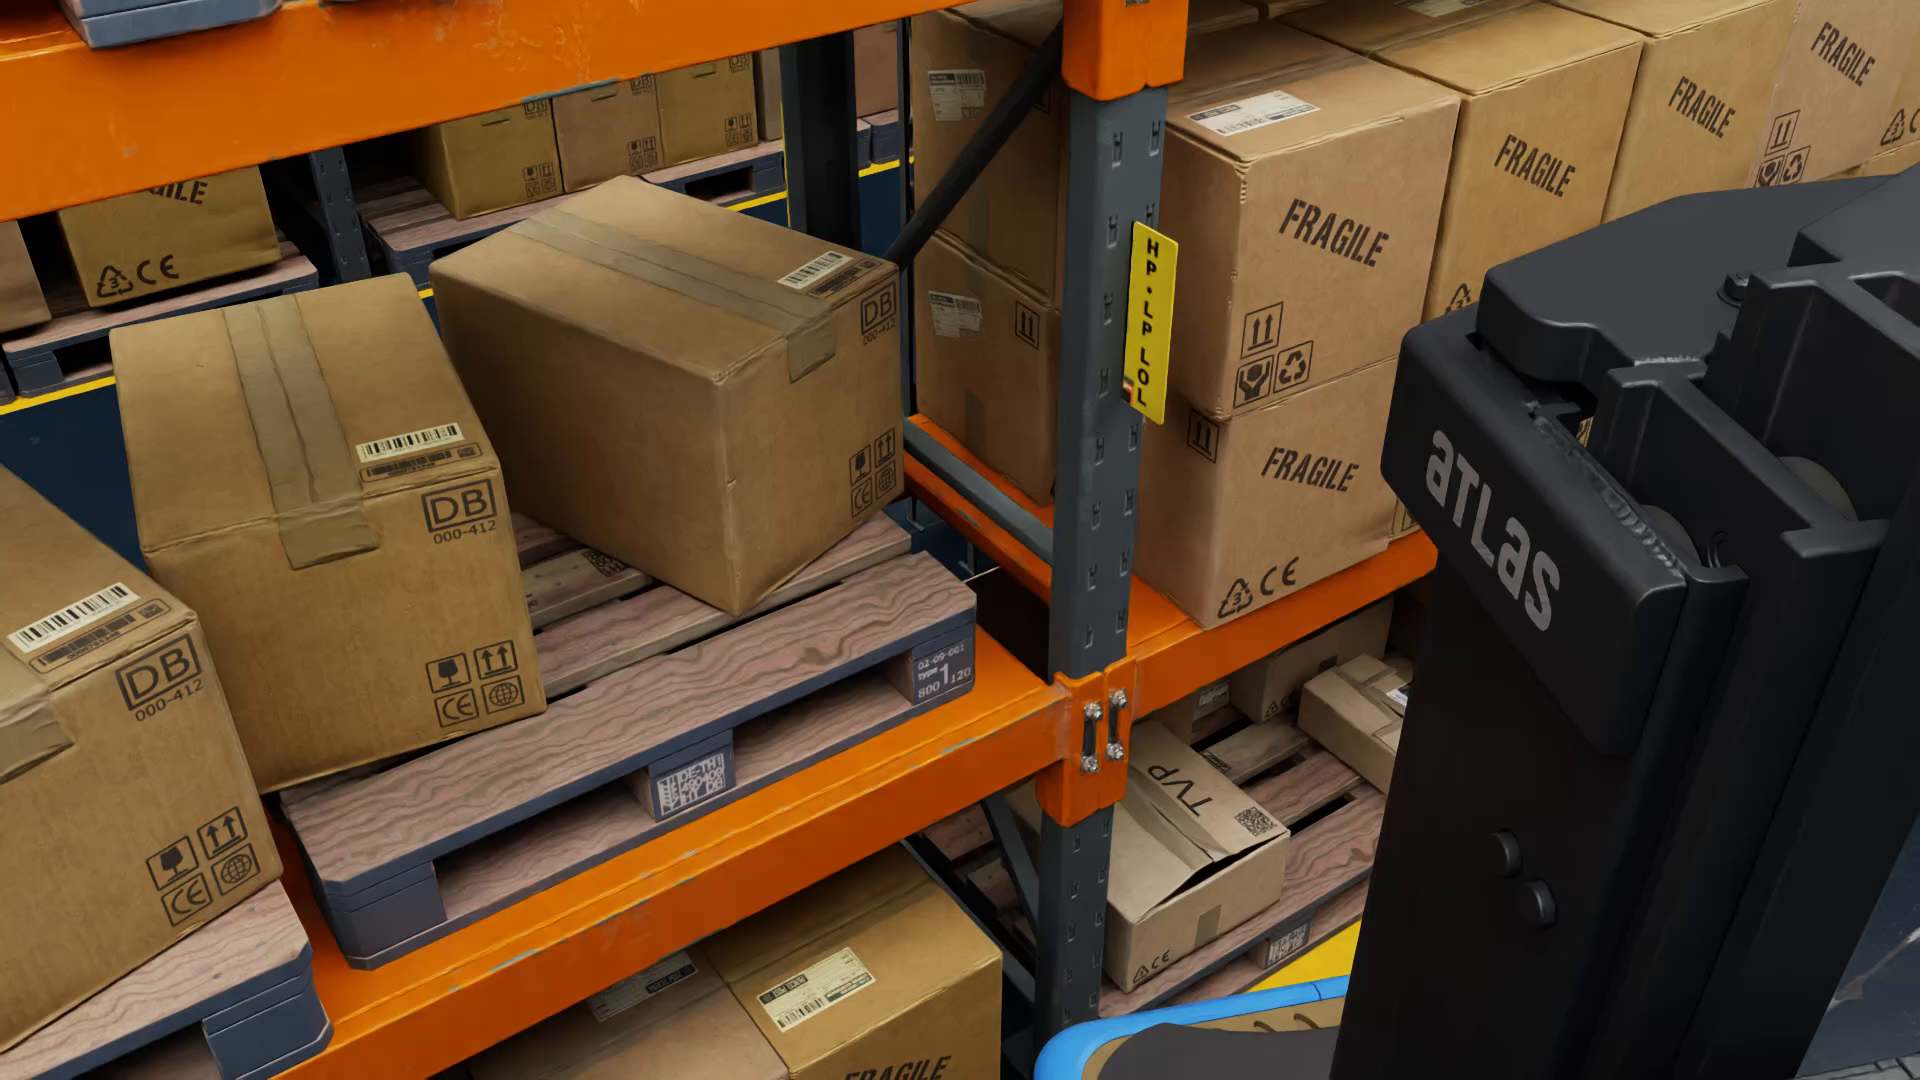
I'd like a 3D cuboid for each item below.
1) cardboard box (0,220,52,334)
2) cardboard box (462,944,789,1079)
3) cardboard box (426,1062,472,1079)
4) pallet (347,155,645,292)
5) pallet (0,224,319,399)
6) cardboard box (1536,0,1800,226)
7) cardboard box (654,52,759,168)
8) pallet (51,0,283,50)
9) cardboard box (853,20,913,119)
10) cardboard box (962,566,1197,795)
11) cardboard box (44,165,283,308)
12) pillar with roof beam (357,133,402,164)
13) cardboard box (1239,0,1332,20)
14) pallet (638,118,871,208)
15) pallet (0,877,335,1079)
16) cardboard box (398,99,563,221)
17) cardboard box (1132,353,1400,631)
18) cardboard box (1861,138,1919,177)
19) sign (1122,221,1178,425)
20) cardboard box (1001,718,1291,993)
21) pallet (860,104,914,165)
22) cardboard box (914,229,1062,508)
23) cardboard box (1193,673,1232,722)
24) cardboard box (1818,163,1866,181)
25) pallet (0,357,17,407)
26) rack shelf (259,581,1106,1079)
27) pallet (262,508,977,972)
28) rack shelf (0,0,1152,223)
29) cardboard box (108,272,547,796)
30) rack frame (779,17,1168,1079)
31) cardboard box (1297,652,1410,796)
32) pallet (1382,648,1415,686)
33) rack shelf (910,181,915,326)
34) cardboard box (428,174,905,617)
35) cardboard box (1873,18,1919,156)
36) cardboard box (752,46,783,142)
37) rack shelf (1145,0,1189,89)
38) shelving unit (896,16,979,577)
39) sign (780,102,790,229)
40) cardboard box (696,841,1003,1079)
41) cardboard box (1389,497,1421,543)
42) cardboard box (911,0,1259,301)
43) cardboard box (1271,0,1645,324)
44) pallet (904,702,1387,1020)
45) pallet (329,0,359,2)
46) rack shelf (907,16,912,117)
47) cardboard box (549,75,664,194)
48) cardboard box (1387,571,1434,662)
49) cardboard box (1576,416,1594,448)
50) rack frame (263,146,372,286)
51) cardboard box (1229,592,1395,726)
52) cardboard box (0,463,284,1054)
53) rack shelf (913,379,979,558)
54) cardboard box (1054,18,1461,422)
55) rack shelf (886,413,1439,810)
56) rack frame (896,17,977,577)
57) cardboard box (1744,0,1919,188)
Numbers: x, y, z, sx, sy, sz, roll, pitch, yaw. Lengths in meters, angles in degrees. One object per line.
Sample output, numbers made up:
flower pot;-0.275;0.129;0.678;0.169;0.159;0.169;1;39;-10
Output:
cardboard box;-4.057;-1.218;6.355;0.750;0.750;0.750;-21;41;-27
cardboard box;-0.667;1.163;3.328;0.500;0.500;0.500;-22;41;-28
cardboard box;-1.077;1.332;3.093;0.500;0.500;0.500;-22;41;-27
pallet;-2.210;-1.587;7.776;1.213;0.211;1.003;-22;41;-28
pallet;-3.464;-1.073;7.062;1.213;0.211;1.003;-22;41;-28
cardboard box;1.370;-0.955;3.567;0.500;0.500;0.500;-24;42;-29
cardboard box;-1.373;-2.198;8.019;0.500;0.500;0.700;-21;41;-27
pallet;-1.439;-0.743;1.806;1.003;0.211;1.213;-22;41;-28
cardboard box;-0.530;-2.550;8.508;0.500;0.500;0.700;-22;41;-28
cardboard box;0.283;0.371;4.429;0.500;0.500;0.500;-22;41;-28
cardboard box;-3.333;-1.518;6.773;0.750;0.750;0.750;-22;41;-27
pillar with roof beam;-0.322;-3.530;2.951;0.400;9.000;9.100;-22;41;-28
cardboard box;0.662;-1.052;3.701;0.500;0.500;0.500;-23;42;-29
pallet;-1.211;-2.000;8.350;1.213;0.211;1.003;-22;41;-28
pallet;-1.702;0.629;2.471;1.213;0.211;1.003;-22;41;-28
cardboard box;-2.206;-1.859;7.547;0.500;0.500;0.700;-22;41;-27
cardboard box;0.554;-0.220;3.401;0.500;0.500;0.500;-21;41;-27
cardboard box;2.208;-0.902;4.350;0.500;0.500;0.500;-22;41;-28
sign;0.303;-0.344;2.668;0.005;0.325;0.100;-22;41;-28
cardboard box;0.448;0.737;4.082;0.500;0.311;0.500;-22;41;-28
pallet;-0.215;-2.408;8.917;1.213;0.211;1.003;-22;41;-28
cardboard box;0.241;-0.469;3.748;0.500;0.500;0.500;-22;41;-27
cardboard box;0.555;0.359;4.747;0.250;0.149;0.380;-22;41;-28
cardboard box;1.796;-0.733;4.114;0.500;0.500;0.500;-23;42;-28
pallet;-4.462;-0.661;6.488;1.213;0.211;1.003;-22;41;-28
rack shelf;-1.654;0.827;2.647;4.000;0.370;1.077;-22;41;-28
pallet;-0.736;0.157;3.128;1.213;0.211;1.003;-22;41;-28
rack shelf;-1.654;-0.391;1.772;4.000;0.370;1.077;-22;41;-28
cardboard box;-1.061;-0.035;2.784;0.500;0.500;0.700;-16;39;-21
rack frame;-0.019;-0.138;3.373;0.127;3.000;1.000;-22;41;-28
cardboard box;1.150;0.500;4.536;0.250;0.166;0.380;-22;41;-28
pallet;1.541;0.351;5.081;1.213;0.211;1.003;-22;41;-28
rack shelf;0.135;-0.897;5.222;0.480;0.518;0.431;-22;41;-28
cardboard box;-0.536;-0.296;3.148;0.700;0.500;0.500;22;41;28
cardboard box;2.211;-1.302;4.049;0.500;0.500;0.500;-21;41;-27
cardboard box;-0.941;-2.381;8.273;0.500;0.500;0.700;-24;42;-29
rack shelf;1.615;-1.736;3.642;4.000;0.370;1.077;-22;41;-28
shelving unit;0.135;-0.908;5.214;0.503;2.100;0.431;-22;41;-28
sign;-0.338;-0.746;3.476;0.005;0.325;0.100;-22;41;-28
cardboard box;-0.258;1.001;3.553;0.500;0.500;0.500;-23;41;-28
cardboard box;0.971;-0.394;3.643;0.500;0.500;0.500;-22;41;-27
cardboard box;0.245;-0.878;3.460;0.500;0.500;0.500;-22;41;-28
cardboard box;0.949;-0.782;3.327;0.500;0.500;0.500;-24;42;-29
pallet;0.542;0.764;4.508;1.213;0.211;1.003;-22;41;-28
pallet;-0.593;-1.094;2.293;1.003;0.211;1.213;-22;41;-28
rack shelf;0.135;-1.465;4.814;0.480;0.518;0.431;-22;41;-28
cardboard box;-1.793;-2.027;7.780;0.500;0.500;0.700;-23;42;-28
cardboard box;1.513;0.063;4.855;0.637;0.503;0.797;-22;41;-28
cardboard box;1.381;-0.561;3.875;0.500;0.500;0.500;-23;41;-28
rack frame;-2.876;-2.501;6.658;0.127;3.000;1.000;-22;41;-28
cardboard box;0.896;0.196;4.835;0.500;0.311;0.500;-22;41;-28
cardboard box;-1.428;0.275;2.354;0.700;0.500;0.500;26;43;32
rack shelf;0.135;-0.329;5.631;0.480;0.518;0.431;-22;41;-28
cardboard box;0.528;-0.609;3.085;0.500;0.500;0.500;-21;41;-27
rack shelf;1.615;-0.519;4.518;4.000;0.370;1.077;-22;41;-28
rack frame;-0.064;-0.826;5.100;0.015;2.100;0.400;-22;41;-28
cardboard box;1.791;-1.129;3.809;0.500;0.500;0.500;-21;41;-27
